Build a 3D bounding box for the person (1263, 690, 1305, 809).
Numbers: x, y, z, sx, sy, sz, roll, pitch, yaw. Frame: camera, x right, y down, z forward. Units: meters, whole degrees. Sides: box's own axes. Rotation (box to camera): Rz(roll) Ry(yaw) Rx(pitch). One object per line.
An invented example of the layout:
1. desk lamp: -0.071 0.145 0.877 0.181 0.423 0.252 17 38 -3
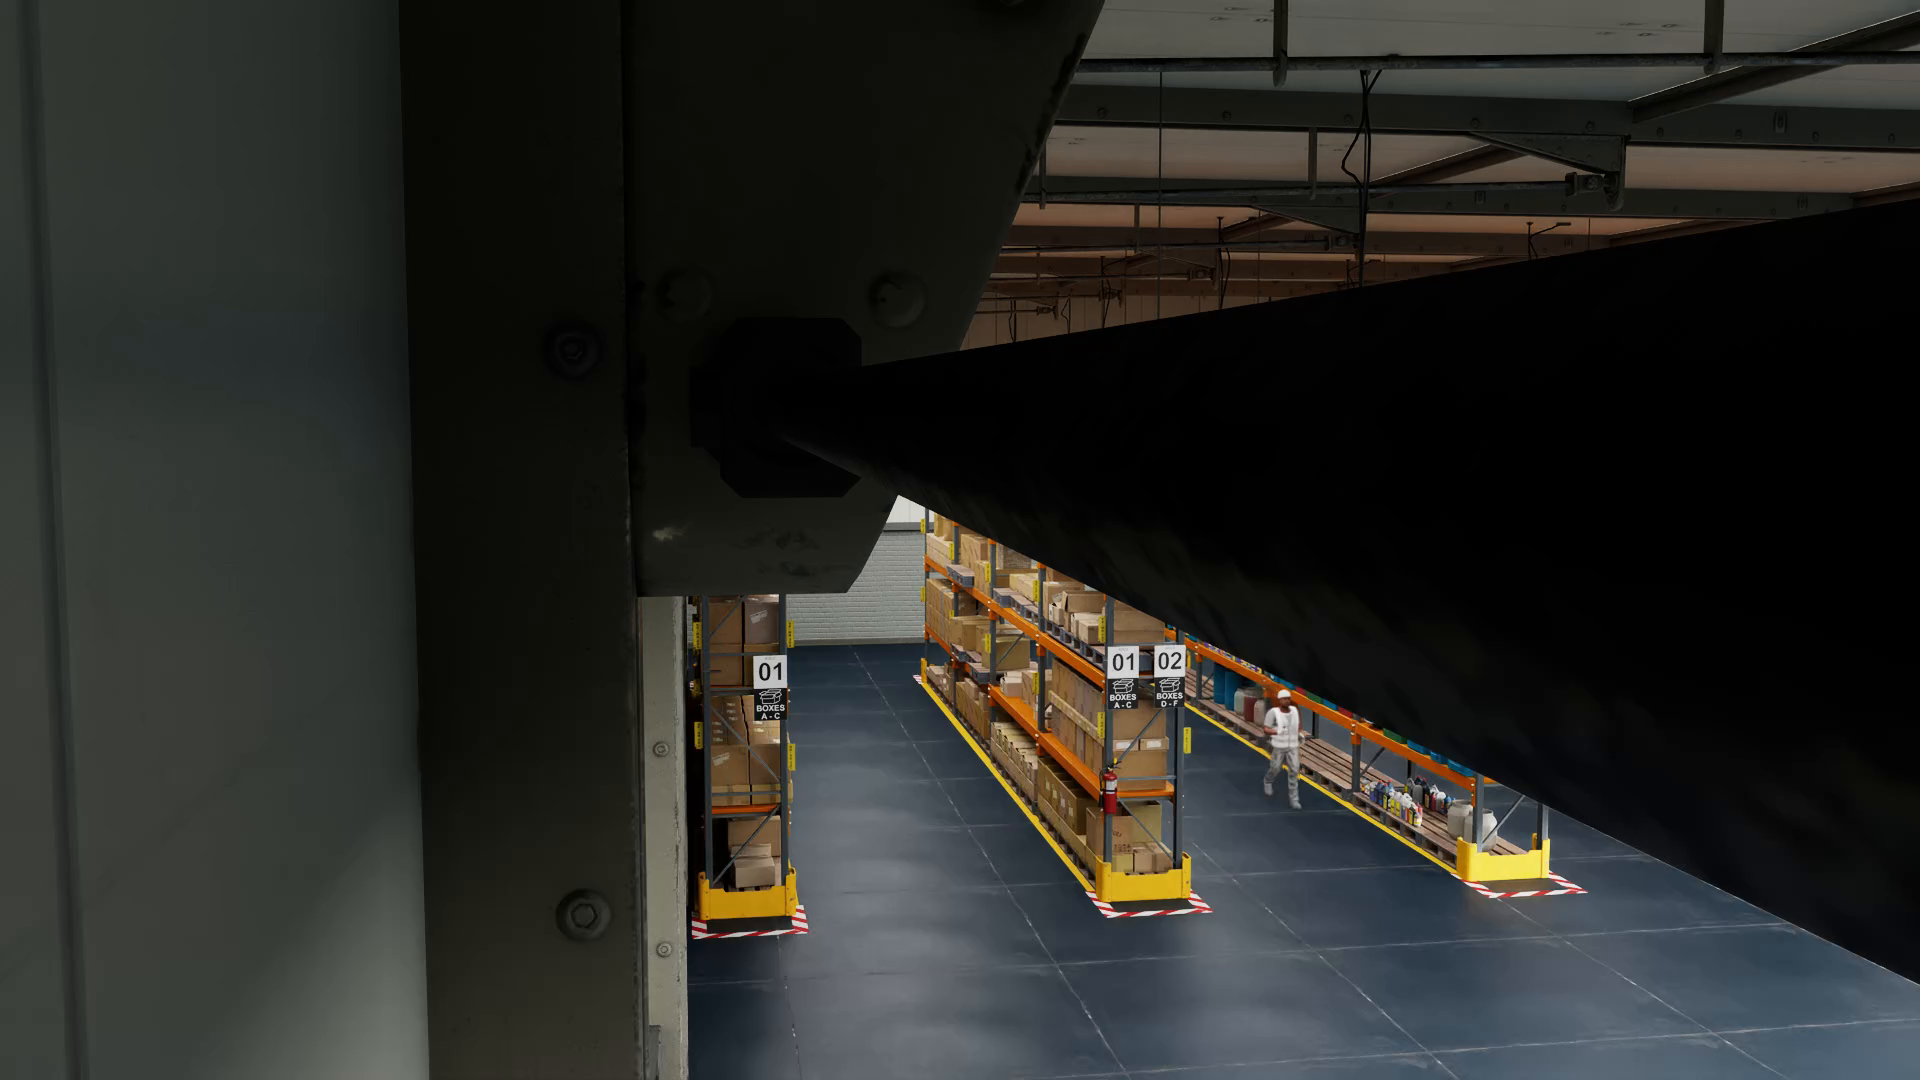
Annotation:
1. person: 4.986 3.175 25.568 0.694 1.759 0.979 -1 5 -12
